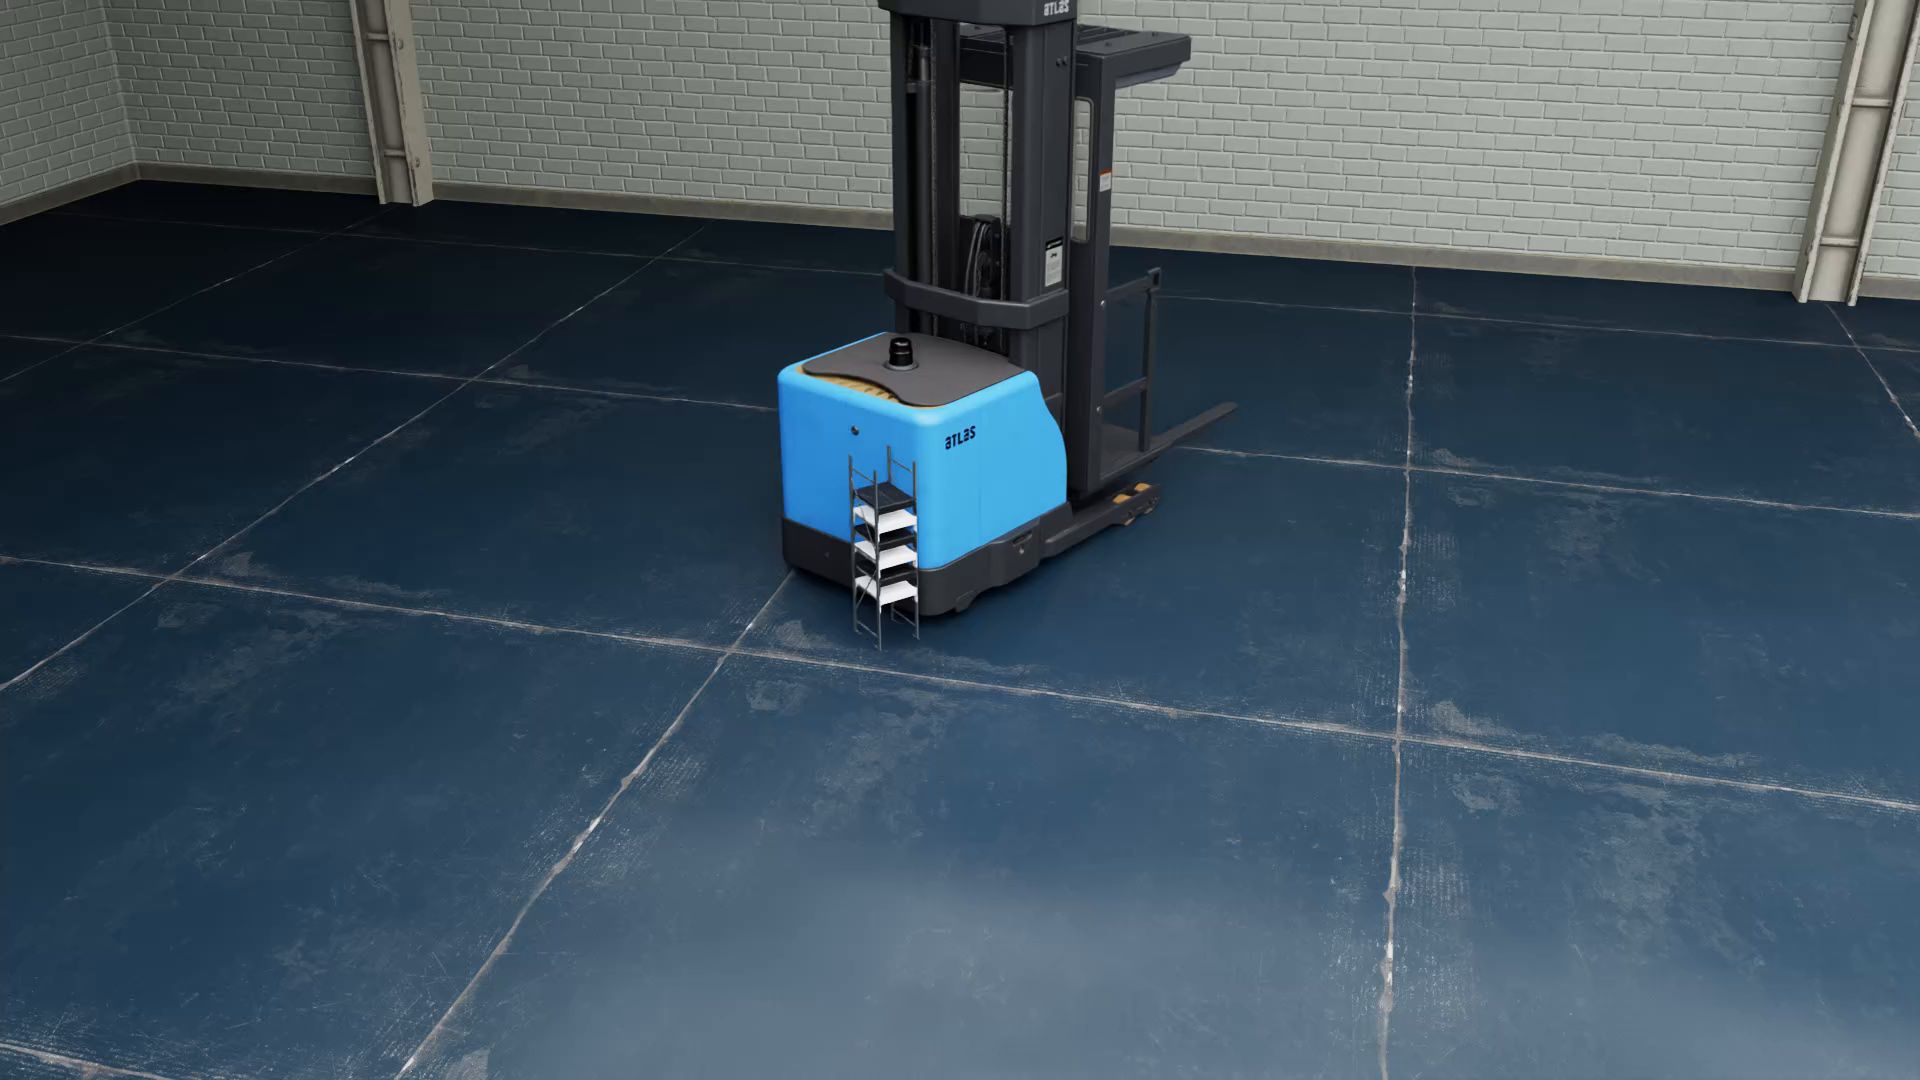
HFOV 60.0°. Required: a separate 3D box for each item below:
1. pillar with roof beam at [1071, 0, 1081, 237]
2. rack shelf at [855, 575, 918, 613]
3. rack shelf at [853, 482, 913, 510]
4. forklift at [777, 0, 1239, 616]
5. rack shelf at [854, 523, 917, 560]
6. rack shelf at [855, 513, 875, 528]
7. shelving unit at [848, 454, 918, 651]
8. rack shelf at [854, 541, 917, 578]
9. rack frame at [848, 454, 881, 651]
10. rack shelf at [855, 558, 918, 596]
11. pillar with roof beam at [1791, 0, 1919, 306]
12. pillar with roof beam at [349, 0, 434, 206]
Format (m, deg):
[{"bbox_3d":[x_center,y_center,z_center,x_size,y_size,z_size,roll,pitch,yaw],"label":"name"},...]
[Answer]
[{"bbox_3d":[-0.344,-4.748,8.253,0.400,9.000,9.100,6,26,13],"label":"pillar with roof beam"},{"bbox_3d":[-0.348,0.232,7.713,0.200,0.077,0.258,-16,30,-30],"label":"rack shelf"},{"bbox_3d":[-0.348,-0.193,7.511,0.190,0.026,0.221,-16,30,-30],"label":"rack shelf"},{"bbox_3d":[0.438,-1.497,8.559,1.129,2.867,3.031,20,32,35],"label":"forklift"},{"bbox_3d":[-0.348,-0.012,7.597,0.200,0.077,0.258,-16,30,-30],"label":"rack shelf"},{"bbox_3d":[-0.348,-0.107,7.552,0.184,0.015,0.199,-16,30,-30],"label":"rack shelf"},{"bbox_3d":[-0.350,0.040,7.620,0.205,0.900,0.258,-16,30,-30],"label":"shelving unit"},{"bbox_3d":[-0.348,0.069,7.636,0.200,0.077,0.258,-16,30,-30],"label":"rack shelf"},{"bbox_3d":[-0.433,0.063,7.571,0.006,0.900,0.240,-16,30,-30],"label":"rack frame"},{"bbox_3d":[-0.348,0.150,7.674,0.200,0.077,0.258,-16,30,-30],"label":"rack shelf"},{"bbox_3d":[5.467,-4.105,6.904,0.400,9.000,9.100,6,26,13],"label":"pillar with roof beam"},{"bbox_3d":[-6.155,-5.390,9.603,0.400,9.000,9.100,6,26,13],"label":"pillar with roof beam"}]
